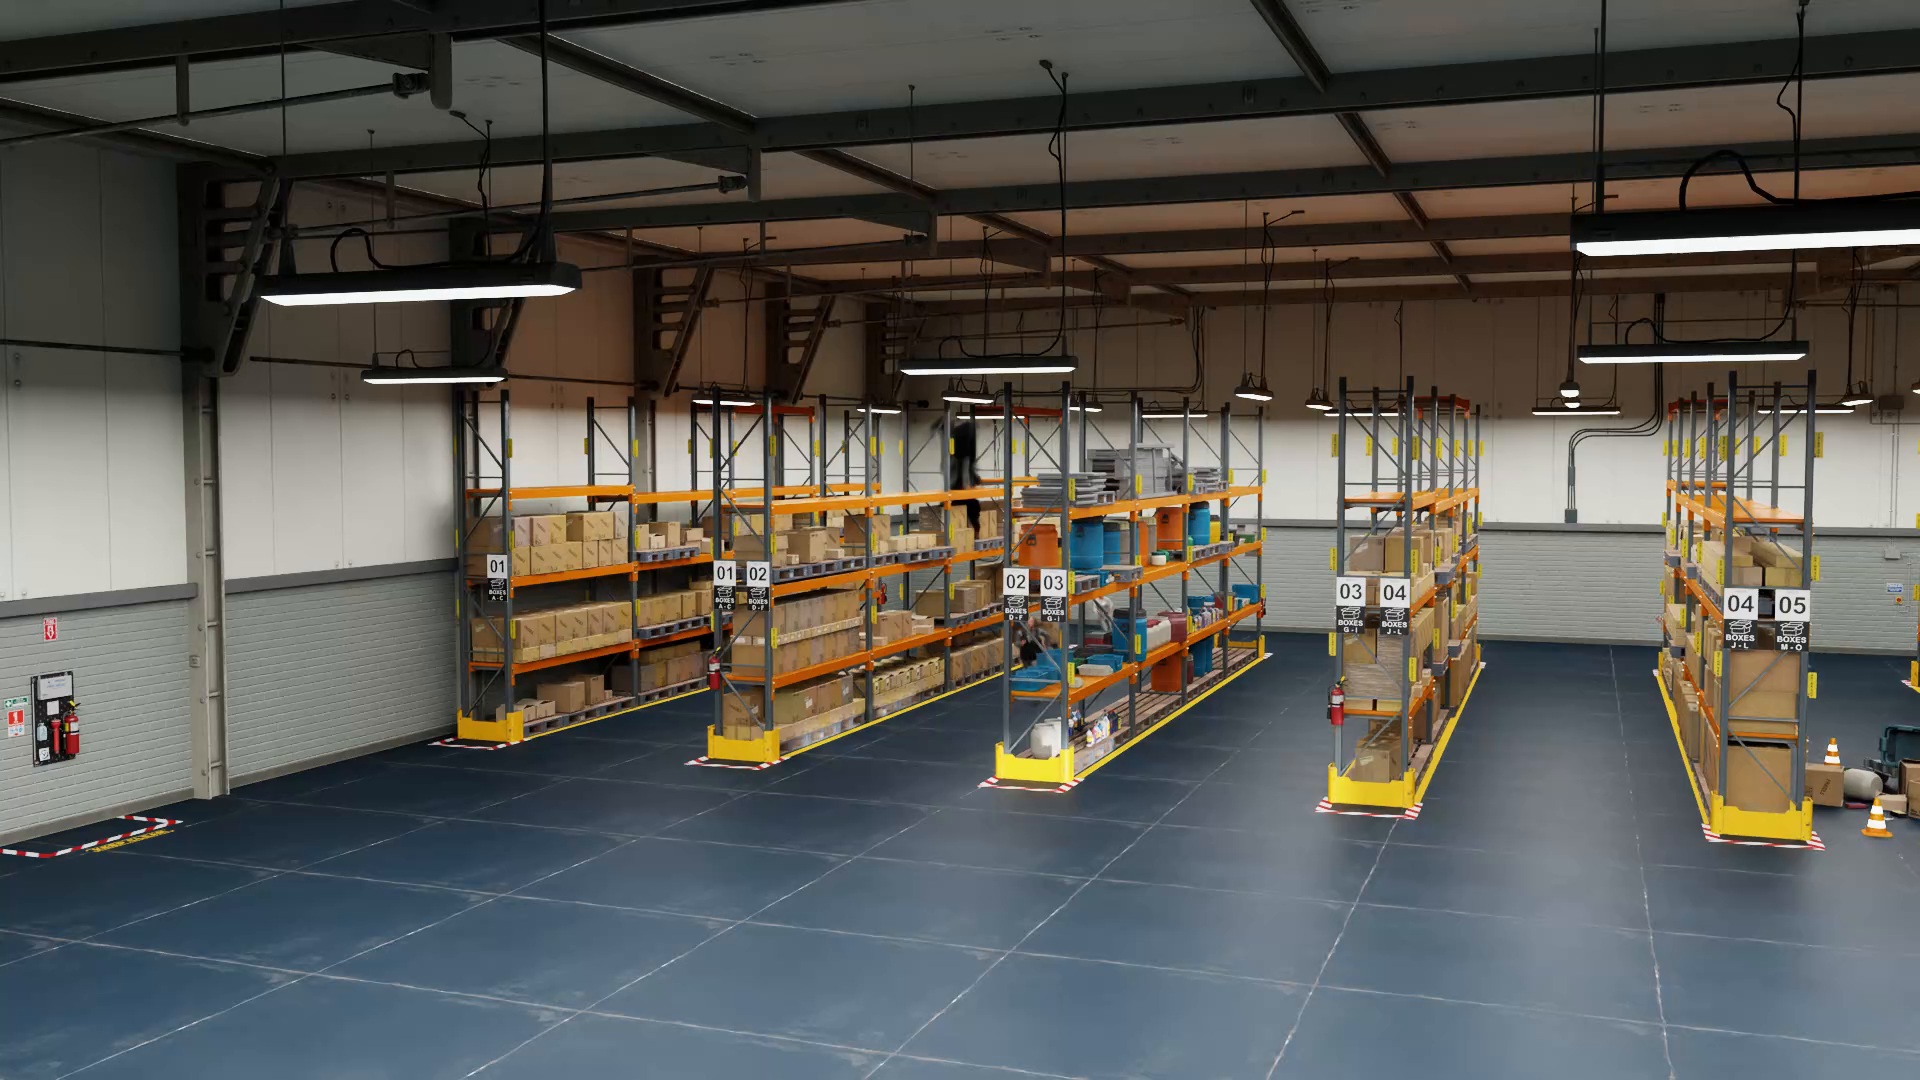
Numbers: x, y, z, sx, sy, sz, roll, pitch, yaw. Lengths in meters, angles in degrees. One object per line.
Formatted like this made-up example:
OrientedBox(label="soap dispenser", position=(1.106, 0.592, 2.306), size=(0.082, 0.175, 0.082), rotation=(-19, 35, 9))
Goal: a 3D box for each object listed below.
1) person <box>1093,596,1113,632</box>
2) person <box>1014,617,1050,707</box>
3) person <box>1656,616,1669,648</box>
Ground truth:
OrientedBox(label="person", position=(3.606, 1.941, 41.421), size=(0.595, 1.516, 0.564), rotation=(0, 3, -8))
OrientedBox(label="person", position=(1.403, 2.373, 32.447), size=(0.627, 1.776, 0.828), rotation=(1, 3, 19))
OrientedBox(label="person", position=(16.120, 2.056, 37.651), size=(0.729, 1.797, 0.634), rotation=(0, 3, -7))
